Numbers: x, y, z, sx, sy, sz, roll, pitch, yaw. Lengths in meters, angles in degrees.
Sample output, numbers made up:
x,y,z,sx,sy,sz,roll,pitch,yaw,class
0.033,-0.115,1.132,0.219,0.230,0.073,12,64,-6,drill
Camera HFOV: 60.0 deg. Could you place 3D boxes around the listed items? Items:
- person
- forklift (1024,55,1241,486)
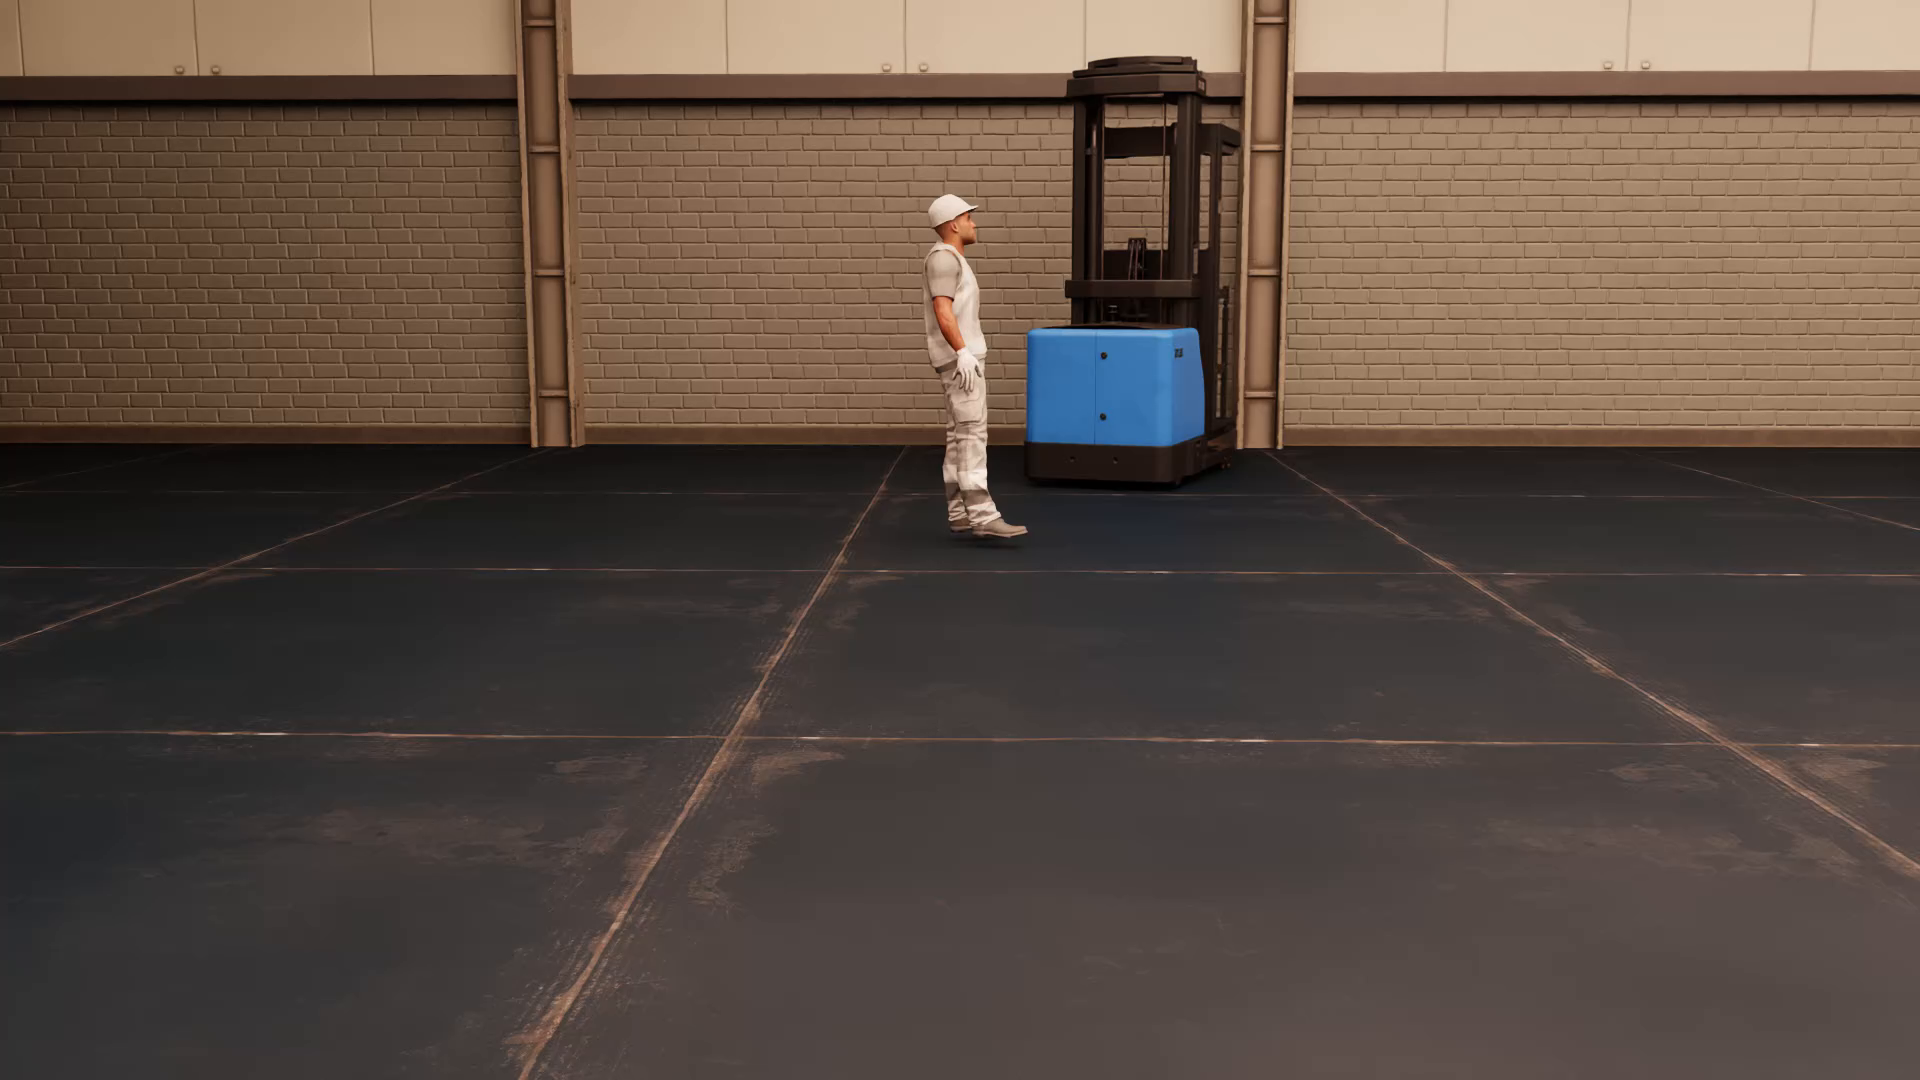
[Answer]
x,y,z,sx,sy,sz,roll,pitch,yaw,class
0.080,-0.929,8.847,0.561,1.789,0.638,0,9,1,person
1.436,-1.993,12.347,1.130,2.935,3.031,3,9,21,forklift
